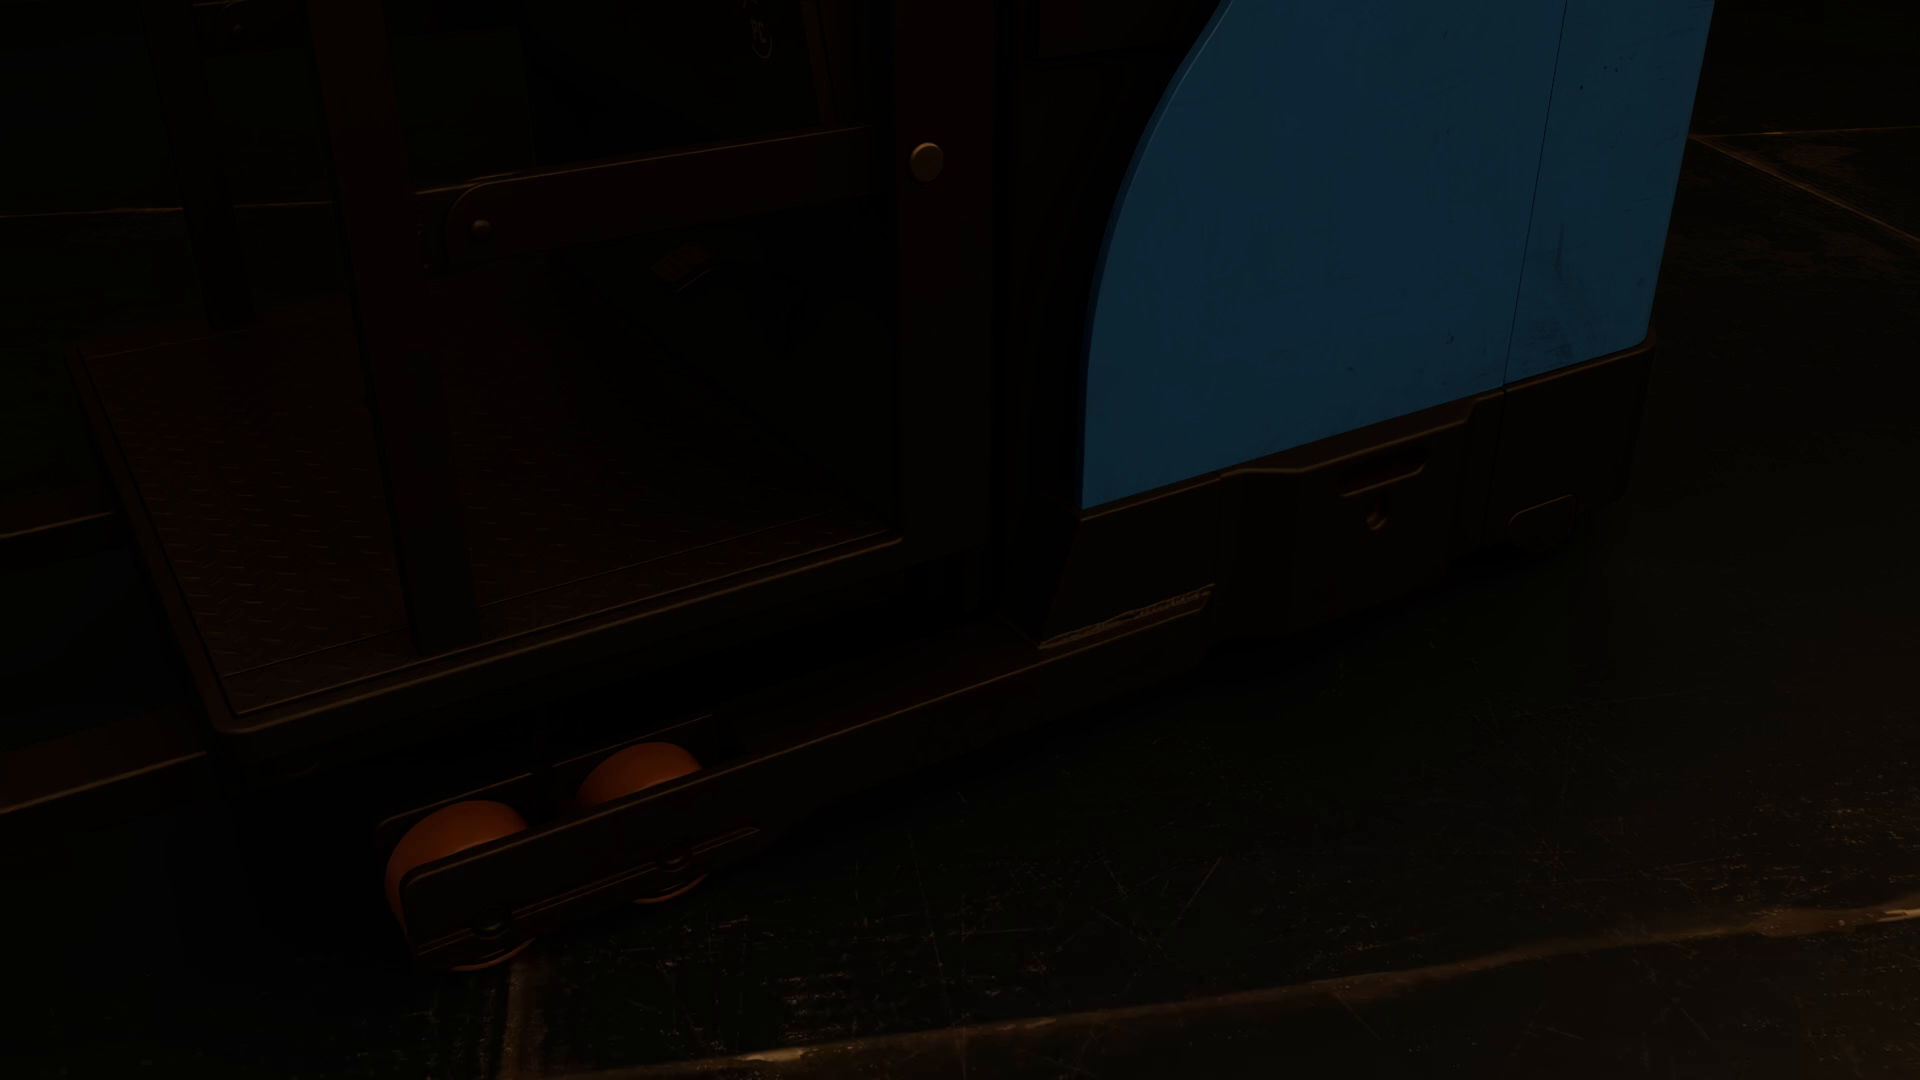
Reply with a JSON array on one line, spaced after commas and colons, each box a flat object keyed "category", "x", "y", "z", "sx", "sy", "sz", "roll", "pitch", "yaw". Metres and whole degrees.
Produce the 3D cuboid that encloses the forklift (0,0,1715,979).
[{"category": "forklift", "x": -0.516, "y": -1.144, "z": 1.529, "sx": 3.031, "sy": 2.935, "sz": 1.130, "roll": -16, "pitch": 32, "yaw": -28}]
